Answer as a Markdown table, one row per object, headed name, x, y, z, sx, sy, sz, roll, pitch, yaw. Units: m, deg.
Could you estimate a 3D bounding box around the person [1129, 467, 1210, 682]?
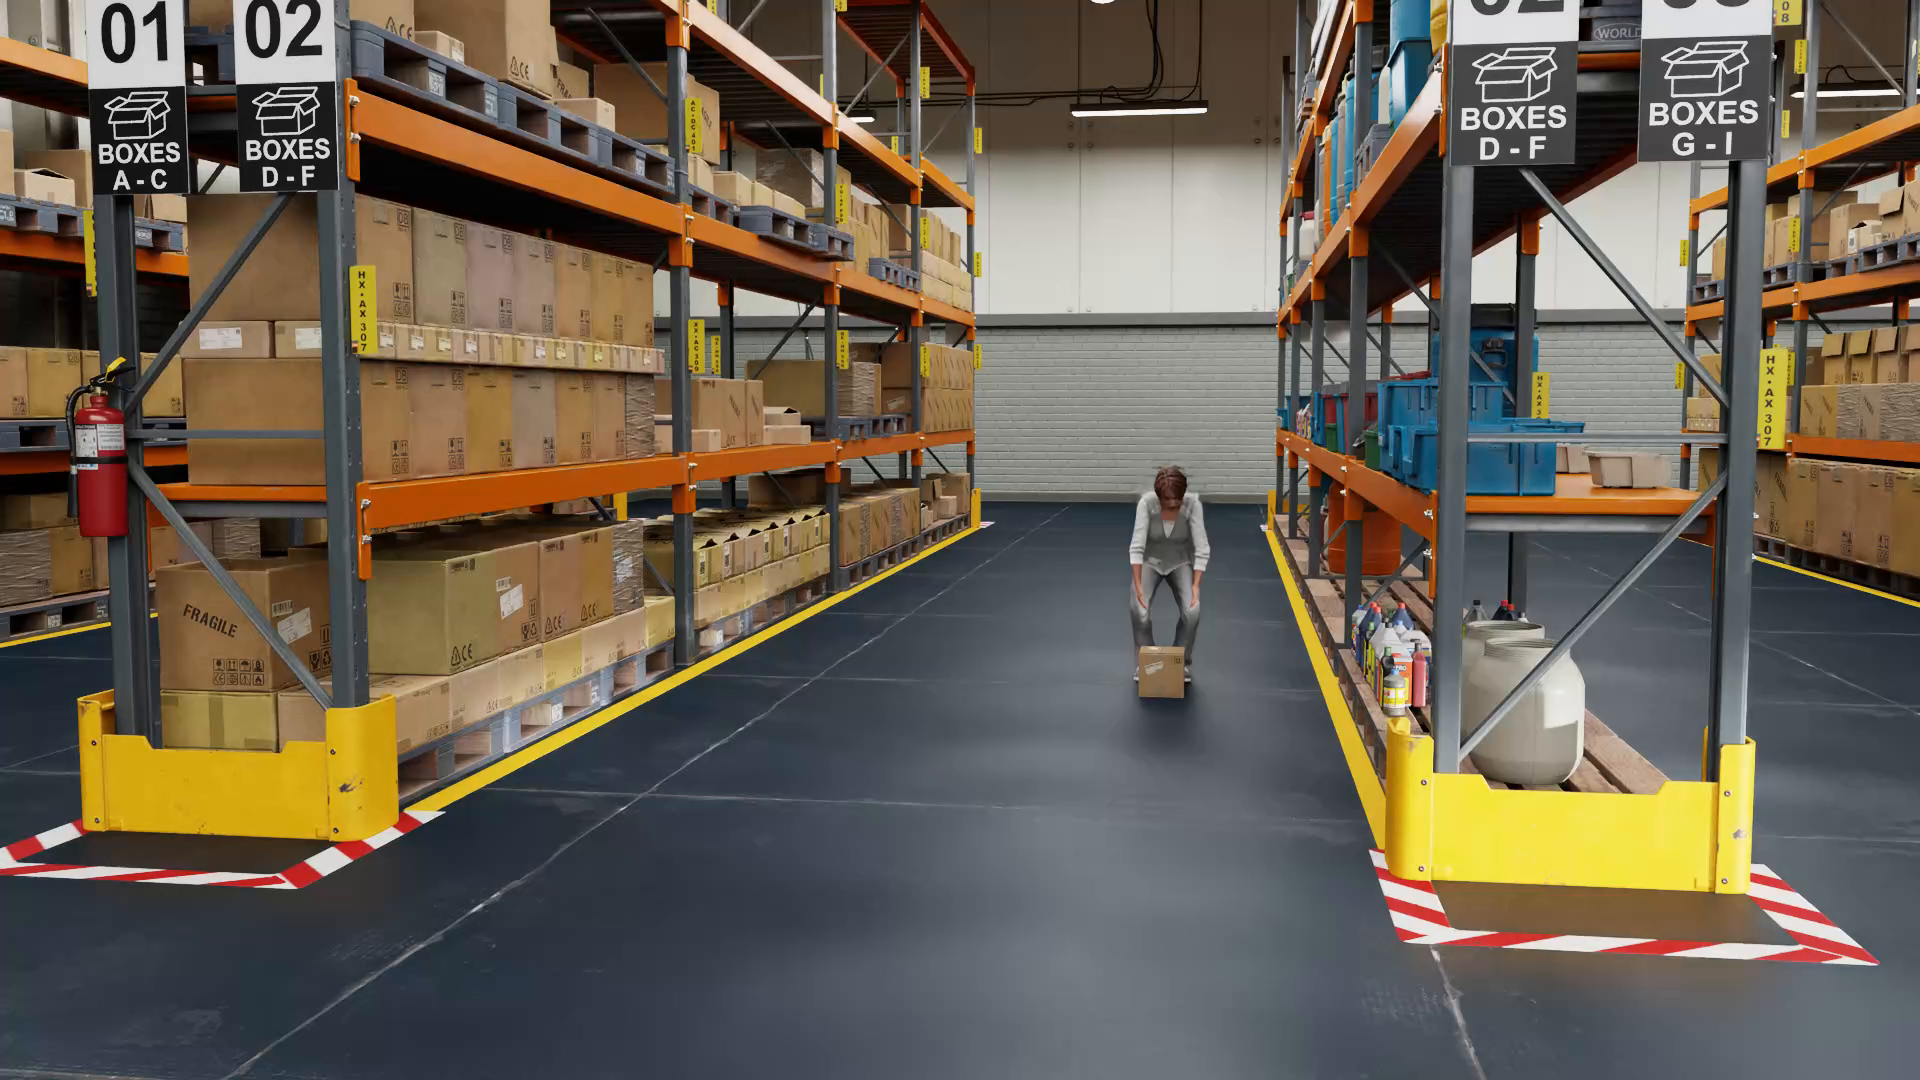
| name | x | y | z | sx | sy | sz | roll | pitch | yaw |
| --- | --- | --- | --- | --- | --- | --- | --- | --- | --- |
| person | 1.224 | 0.209 | 9.705 | 0.463 | 1.255 | 0.673 | 1 | 5 | 9 |
